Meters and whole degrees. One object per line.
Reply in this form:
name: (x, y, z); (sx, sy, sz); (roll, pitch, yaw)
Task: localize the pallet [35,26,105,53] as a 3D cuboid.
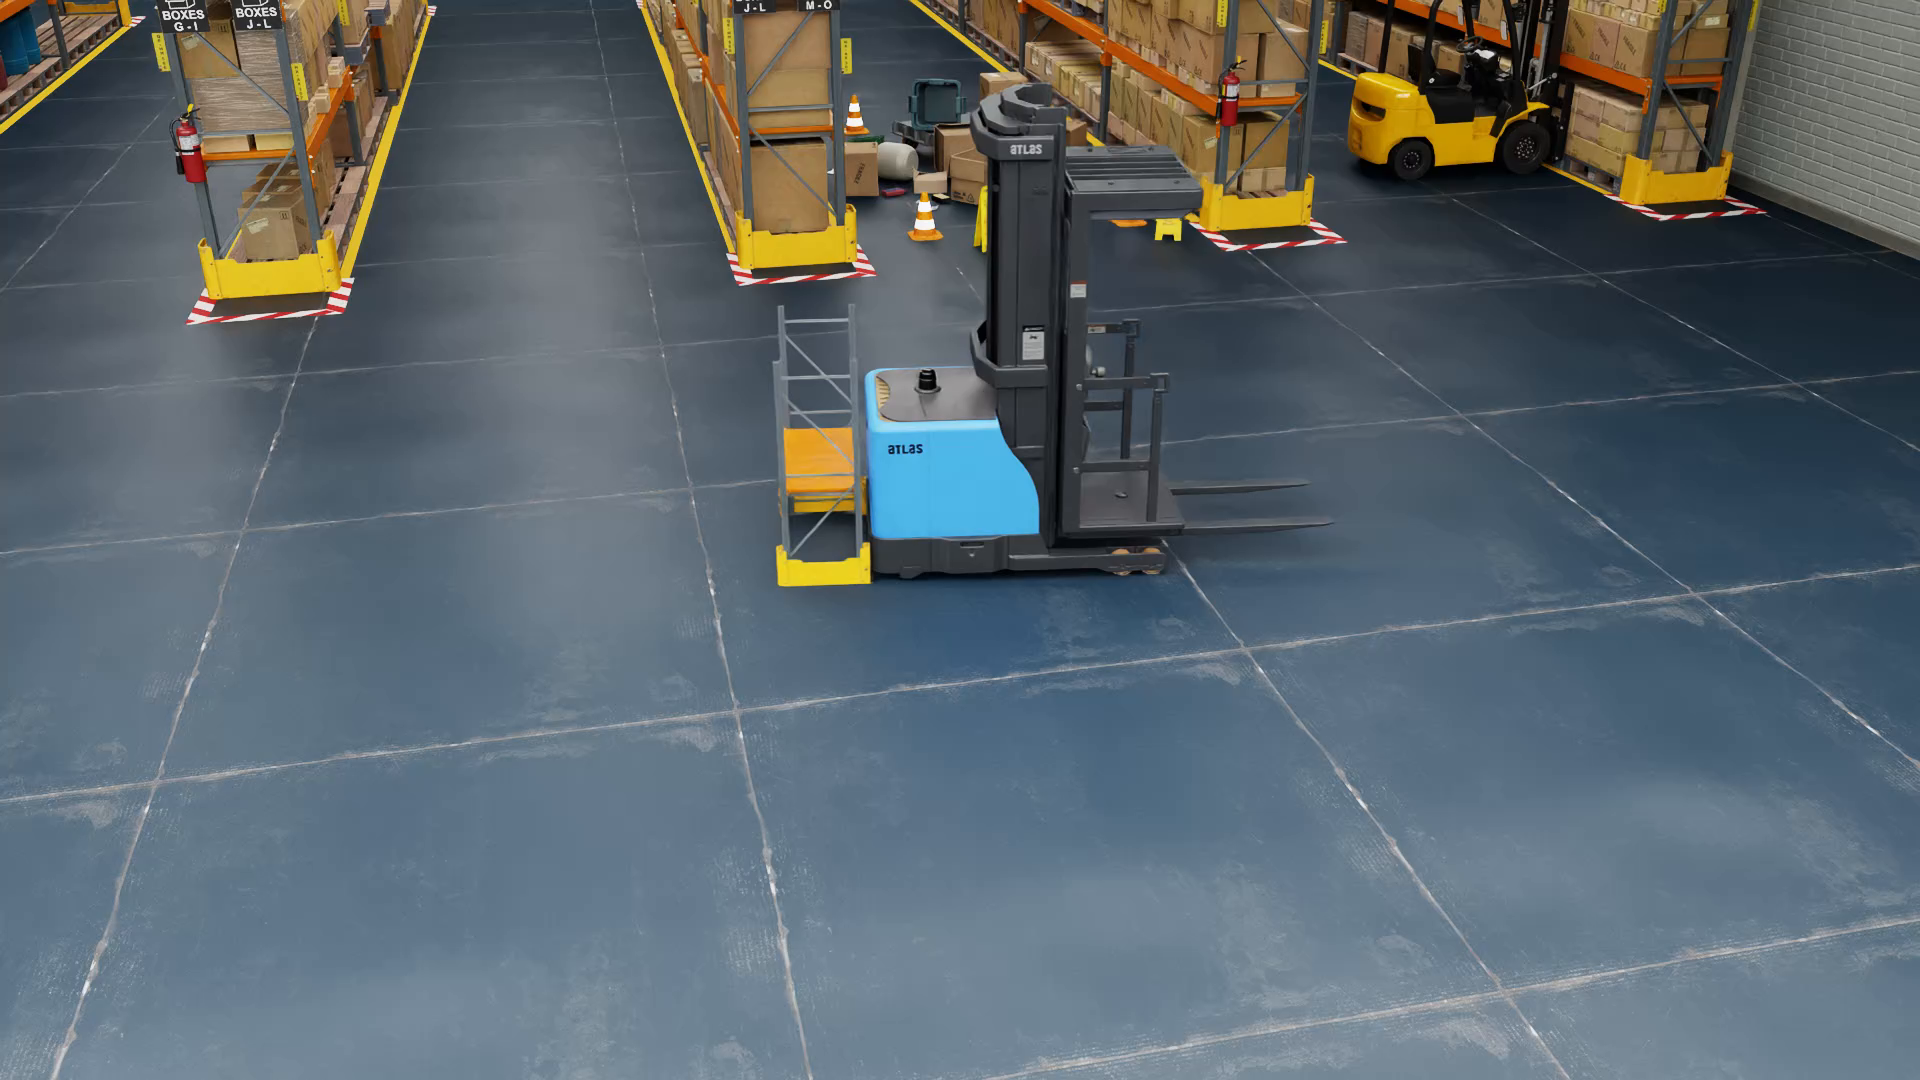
pallet: (-14.495, -8.061, 26.833); (1.003, 0.211, 1.213); (-6, 27, -12)

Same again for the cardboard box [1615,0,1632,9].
cardboard box: (7.550, -6.018, 18.529); (0.380, 0.149, 0.250); (-5, 27, -10)

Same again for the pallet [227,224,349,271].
pallet: (-6.649, -2.834, 16.477); (1.003, 0.211, 1.213); (-6, 27, -12)

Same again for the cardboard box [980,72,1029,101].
cardboard box: (0.543, -5.476, 20.551); (0.500, 0.500, 0.500); (-6, 27, -12)

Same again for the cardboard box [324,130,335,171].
cardboard box: (-7.334, -4.333, 18.661); (0.500, 0.500, 0.500); (-7, 28, -13)

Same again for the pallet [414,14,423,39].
pallet: (-9.561, -8.587, 27.875); (1.003, 0.211, 1.213); (-6, 27, -12)

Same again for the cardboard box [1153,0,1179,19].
cardboard box: (2.522, -5.954, 18.013); (0.700, 0.500, 0.500); (-6, 27, -12)

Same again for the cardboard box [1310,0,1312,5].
cardboard box: (5.738, -8.499, 26.193); (0.380, 0.149, 0.250); (-7, 28, -13)

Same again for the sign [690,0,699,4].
sign: (-3.056, -6.323, 19.098); (0.100, 0.325, 0.005); (-6, 27, -12)

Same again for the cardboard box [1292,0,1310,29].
cardboard box: (5.676, -8.395, 26.708); (0.500, 0.500, 0.500); (-5, 27, -9)

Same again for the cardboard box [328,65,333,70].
cardboard box: (-7.005, -5.038, 18.028); (0.380, 0.149, 0.250); (-6, 27, -12)

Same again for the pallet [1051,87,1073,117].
pallet: (1.815, -6.081, 22.911); (1.003, 0.211, 1.213); (-6, 27, -12)

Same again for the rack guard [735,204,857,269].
rack guard: (-1.623, -3.018, 16.522); (1.175, 0.500, 0.348); (-6, 27, -12)

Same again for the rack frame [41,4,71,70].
rack frame: (-14.013, -8.451, 24.510); (1.000, 3.000, 0.127); (-6, 27, -12)

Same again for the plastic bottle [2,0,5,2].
plastic bottle: (-13.239, -7.575, 22.829); (0.144, 0.351, 0.185); (-6, 27, -12)

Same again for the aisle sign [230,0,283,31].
aisle sign: (-6.177, -4.849, 14.490); (0.394, 0.787, 0.004); (-6, 27, -12)

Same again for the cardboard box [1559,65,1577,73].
cardboard box: (7.634, -5.719, 20.574); (0.500, 0.250, 0.500); (-6, 27, -11)

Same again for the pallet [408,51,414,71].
pallet: (-8.940, -7.378, 25.479); (1.003, 0.211, 1.213); (-6, 27, -12)

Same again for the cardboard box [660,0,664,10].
cardboard box: (-4.423, -8.468, 26.020); (0.500, 0.250, 0.500); (-7, 28, -14)

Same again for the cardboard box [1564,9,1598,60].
cardboard box: (7.416, -5.885, 19.316); (0.500, 0.500, 0.500); (-6, 27, -13)

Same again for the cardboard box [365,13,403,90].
cardboard box: (-8.422, -6.742, 23.016); (1.225, 0.875, 0.875); (-7, 28, -14)

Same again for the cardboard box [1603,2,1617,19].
cardboard box: (7.526, -5.995, 18.814); (0.380, 0.149, 0.250); (-6, 27, -12)

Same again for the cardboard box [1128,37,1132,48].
cardboard box: (2.226, -5.946, 19.826); (0.380, 0.149, 0.250); (-6, 27, -12)

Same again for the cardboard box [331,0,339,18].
cardboard box: (-7.015, -5.896, 17.898); (0.500, 0.500, 0.500); (-6, 27, -12)

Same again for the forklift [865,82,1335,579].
forklift: (0.906, -1.318, 10.455); (3.031, 2.935, 1.130); (-2, 27, -4)

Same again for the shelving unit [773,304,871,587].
shelving unit: (-0.896, -0.627, 10.673); (0.587, 1.500, 1.083); (-2, 27, -4)

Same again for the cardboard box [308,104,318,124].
cardboard box: (-6.521, -4.164, 16.296); (0.380, 0.149, 0.250); (-6, 27, -12)

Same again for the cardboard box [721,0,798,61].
cardboard box: (-1.888, -5.093, 16.493); (0.875, 0.550, 0.550); (-6, 27, -12)

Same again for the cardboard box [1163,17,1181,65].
cardboard box: (2.563, -5.520, 18.262); (0.500, 0.500, 0.500); (-6, 27, -12)

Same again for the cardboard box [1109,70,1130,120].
cardboard box: (2.140, -5.456, 20.331); (0.500, 0.500, 0.500); (-5, 27, -9)

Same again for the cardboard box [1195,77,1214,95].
cardboard box: (2.714, -4.822, 17.600); (0.380, 0.149, 0.250); (-6, 27, -12)

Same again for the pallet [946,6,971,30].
pallet: (0.372, -9.057, 28.806); (1.003, 0.211, 1.213); (-6, 27, -12)

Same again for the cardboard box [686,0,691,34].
cardboard box: (-3.136, -6.591, 20.715); (0.500, 0.500, 0.500); (-6, 27, -11)

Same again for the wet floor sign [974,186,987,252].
wet floor sign: (0.307, -3.282, 16.883); (0.267, 0.644, 0.232); (-11, 29, -20)

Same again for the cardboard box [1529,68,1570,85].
cardboard box: (7.137, -5.673, 20.483); (0.500, 0.250, 0.500); (-5, 27, -10)

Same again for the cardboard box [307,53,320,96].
cardboard box: (-6.982, -4.759, 16.755); (0.875, 0.500, 0.500); (-6, 27, -12)

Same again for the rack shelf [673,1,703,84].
rack shelf: (-2.980, -6.458, 21.360); (1.077, 0.370, 4.000); (-6, 27, -12)

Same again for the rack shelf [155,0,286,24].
rack shelf: (-6.934, -5.581, 16.295); (1.077, 0.370, 4.000); (-6, 27, -12)

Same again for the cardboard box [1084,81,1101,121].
cardboard box: (2.150, -5.692, 21.495); (0.950, 0.372, 0.625); (-6, 27, -11)

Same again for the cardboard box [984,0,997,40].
cardboard box: (0.896, -8.539, 26.577); (0.875, 0.875, 0.875); (-5, 27, -10)

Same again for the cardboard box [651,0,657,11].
cardboard box: (-5.154, -9.262, 28.816); (0.380, 0.149, 0.250); (-7, 28, -14)

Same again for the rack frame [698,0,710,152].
rack frame: (-2.530, -5.901, 19.458); (1.000, 3.000, 0.127); (-6, 27, -12)

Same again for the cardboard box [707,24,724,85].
cardboard box: (-2.282, -5.319, 18.139); (0.875, 0.550, 0.550); (-6, 27, -12)

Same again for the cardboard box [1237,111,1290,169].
cardboard box: (3.253, -4.379, 18.197); (0.500, 0.500, 0.500); (-7, 28, -13)

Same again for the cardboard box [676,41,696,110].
cardboard box: (-3.181, -6.180, 22.042); (1.050, 0.750, 0.750); (-6, 27, -11)

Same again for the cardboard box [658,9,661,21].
cardboard box: (-4.713, -8.566, 27.107); (0.380, 0.149, 0.250); (-5, 27, -11)

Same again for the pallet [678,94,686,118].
pallet: (-3.327, -6.058, 22.865); (1.003, 0.211, 1.213); (-6, 27, -12)

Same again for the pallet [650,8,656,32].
pallet: (-4.797, -8.996, 28.685); (1.003, 0.211, 1.213); (-6, 27, -12)

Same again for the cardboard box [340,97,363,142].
cardboard box: (-7.591, -5.005, 19.970); (0.700, 0.500, 0.500); (-6, 27, -12)

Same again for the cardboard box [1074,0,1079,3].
cardboard box: (1.689, -7.060, 21.567); (0.380, 0.149, 0.250); (-6, 27, -11)

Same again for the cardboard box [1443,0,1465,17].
cardboard box: (6.737, -7.081, 21.963); (0.500, 0.250, 0.500); (-5, 27, -10)

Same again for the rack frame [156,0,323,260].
rack frame: (-6.483, -3.685, 15.069); (1.000, 3.000, 0.127); (-6, 27, -12)

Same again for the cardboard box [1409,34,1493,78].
cardboard box: (6.809, -6.650, 23.113); (0.875, 0.625, 0.625); (-6, 27, -12)
